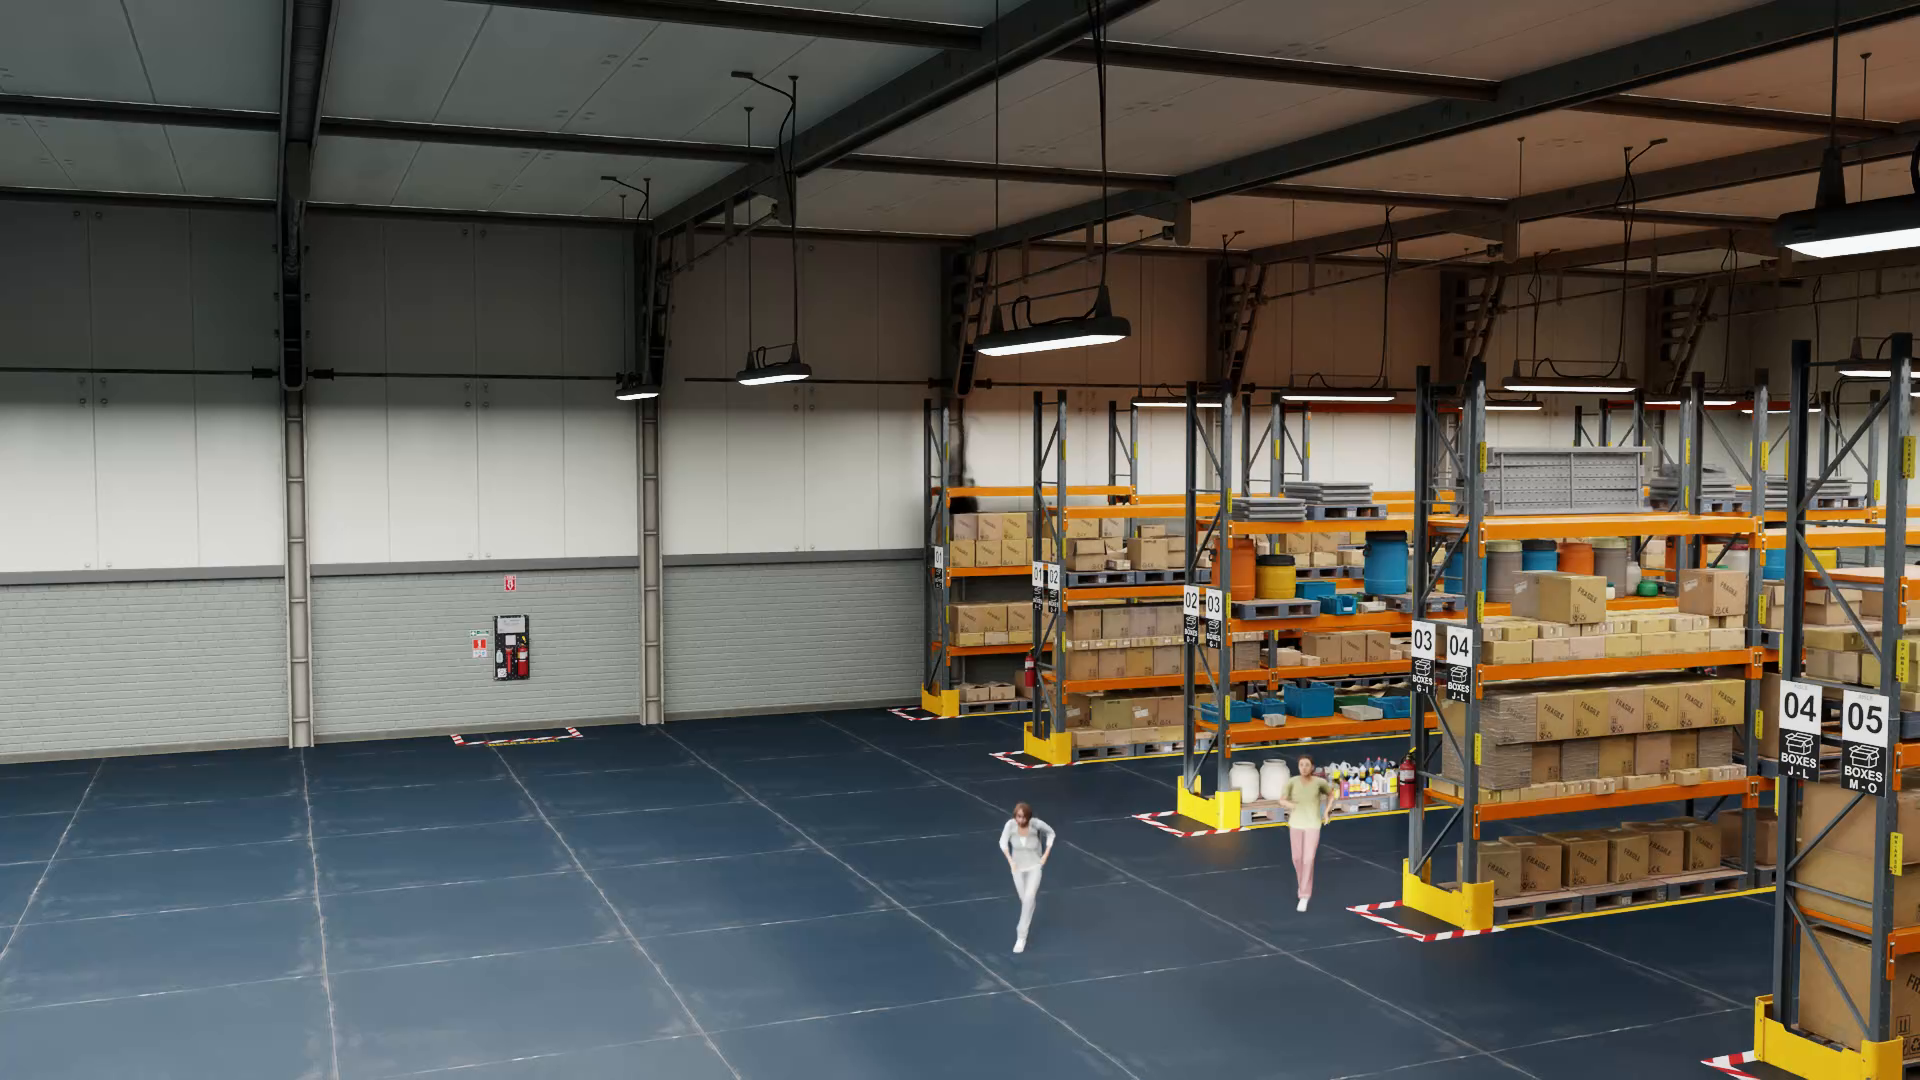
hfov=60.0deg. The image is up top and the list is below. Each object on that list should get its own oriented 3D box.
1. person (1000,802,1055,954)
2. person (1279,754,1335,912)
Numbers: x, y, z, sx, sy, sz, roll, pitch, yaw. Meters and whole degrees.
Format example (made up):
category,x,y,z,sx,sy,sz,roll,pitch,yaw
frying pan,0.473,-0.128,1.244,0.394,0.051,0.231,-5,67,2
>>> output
category,x,y,z,sx,sy,sz,roll,pitch,yaw
person,0.702,3.427,17.197,0.569,1.509,0.913,0,3,7
person,3.841,3.209,18.530,0.585,1.669,0.886,1,4,23
